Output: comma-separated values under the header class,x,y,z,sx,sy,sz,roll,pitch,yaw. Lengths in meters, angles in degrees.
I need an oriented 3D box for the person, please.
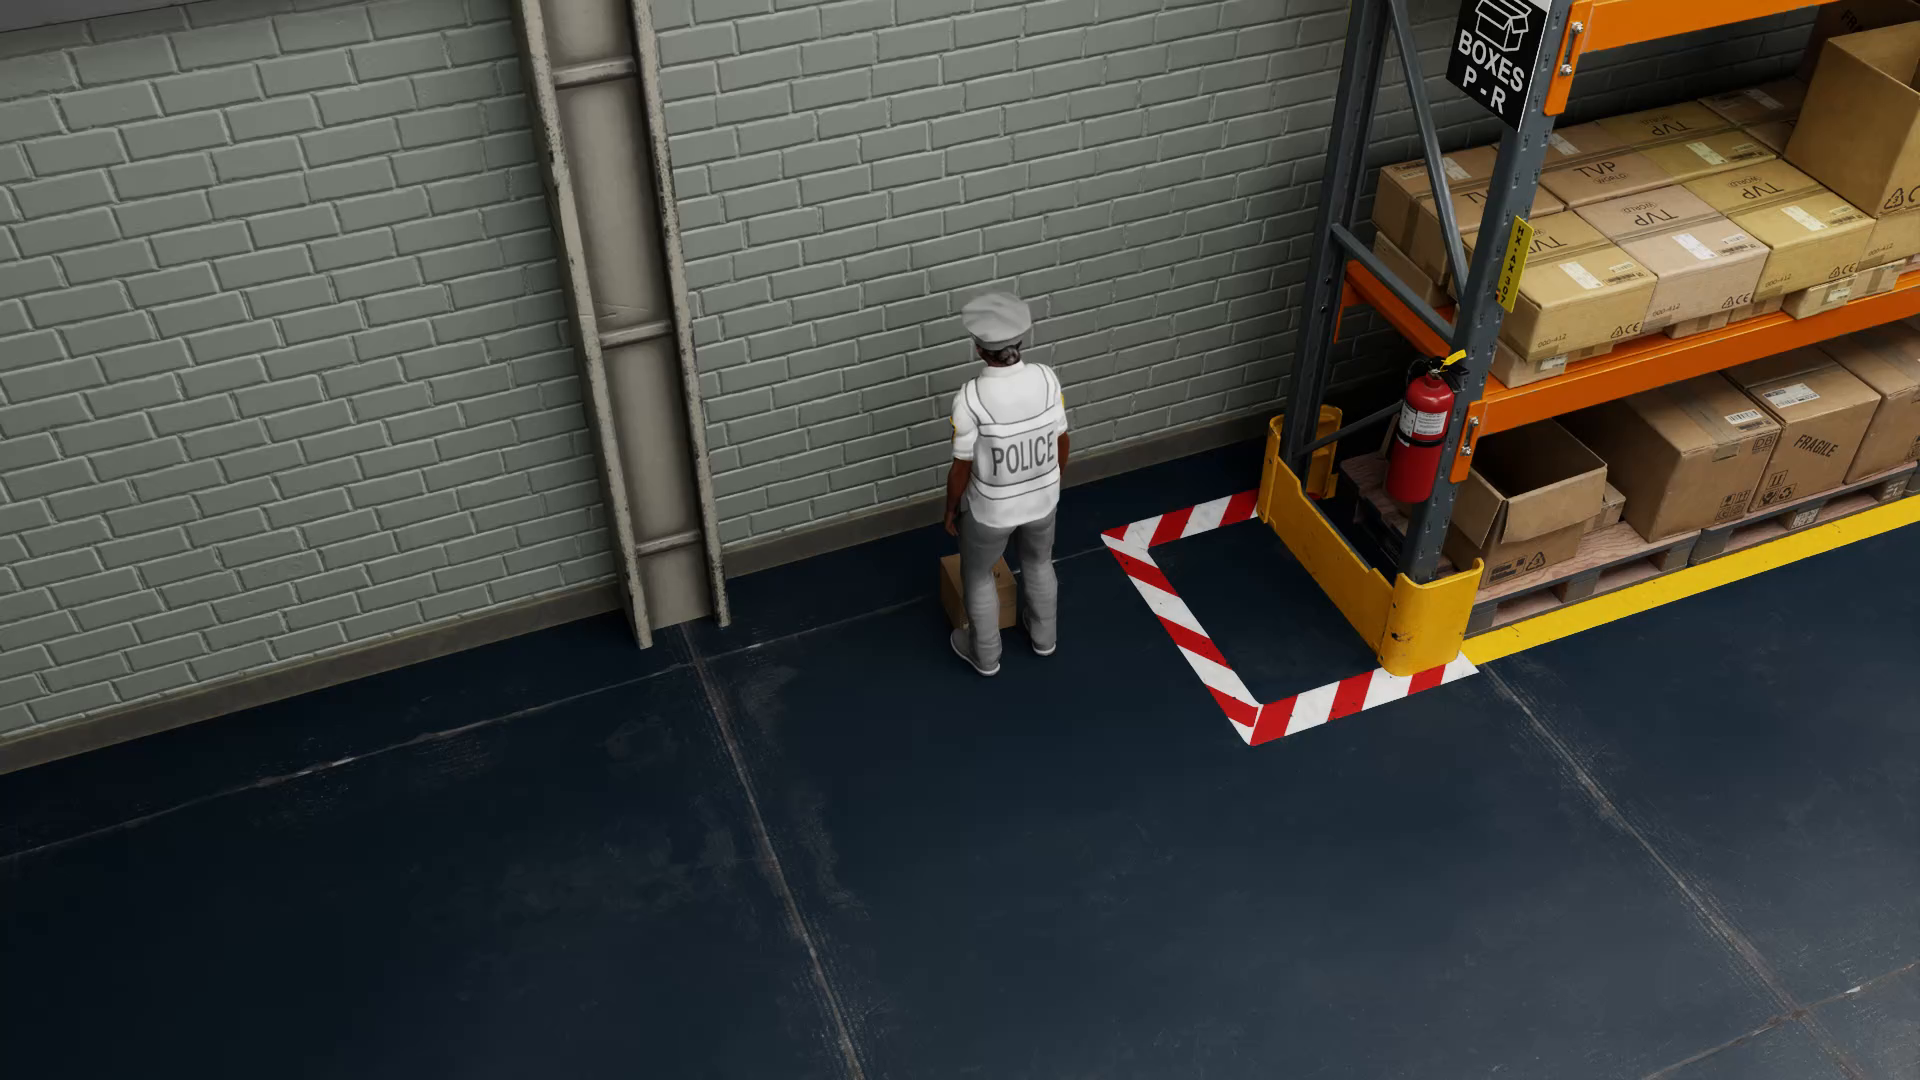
class,x,y,z,sx,sy,sz,roll,pitch,yaw
person,0.179,-0.165,6.344,0.509,1.658,0.396,-16,44,-17
